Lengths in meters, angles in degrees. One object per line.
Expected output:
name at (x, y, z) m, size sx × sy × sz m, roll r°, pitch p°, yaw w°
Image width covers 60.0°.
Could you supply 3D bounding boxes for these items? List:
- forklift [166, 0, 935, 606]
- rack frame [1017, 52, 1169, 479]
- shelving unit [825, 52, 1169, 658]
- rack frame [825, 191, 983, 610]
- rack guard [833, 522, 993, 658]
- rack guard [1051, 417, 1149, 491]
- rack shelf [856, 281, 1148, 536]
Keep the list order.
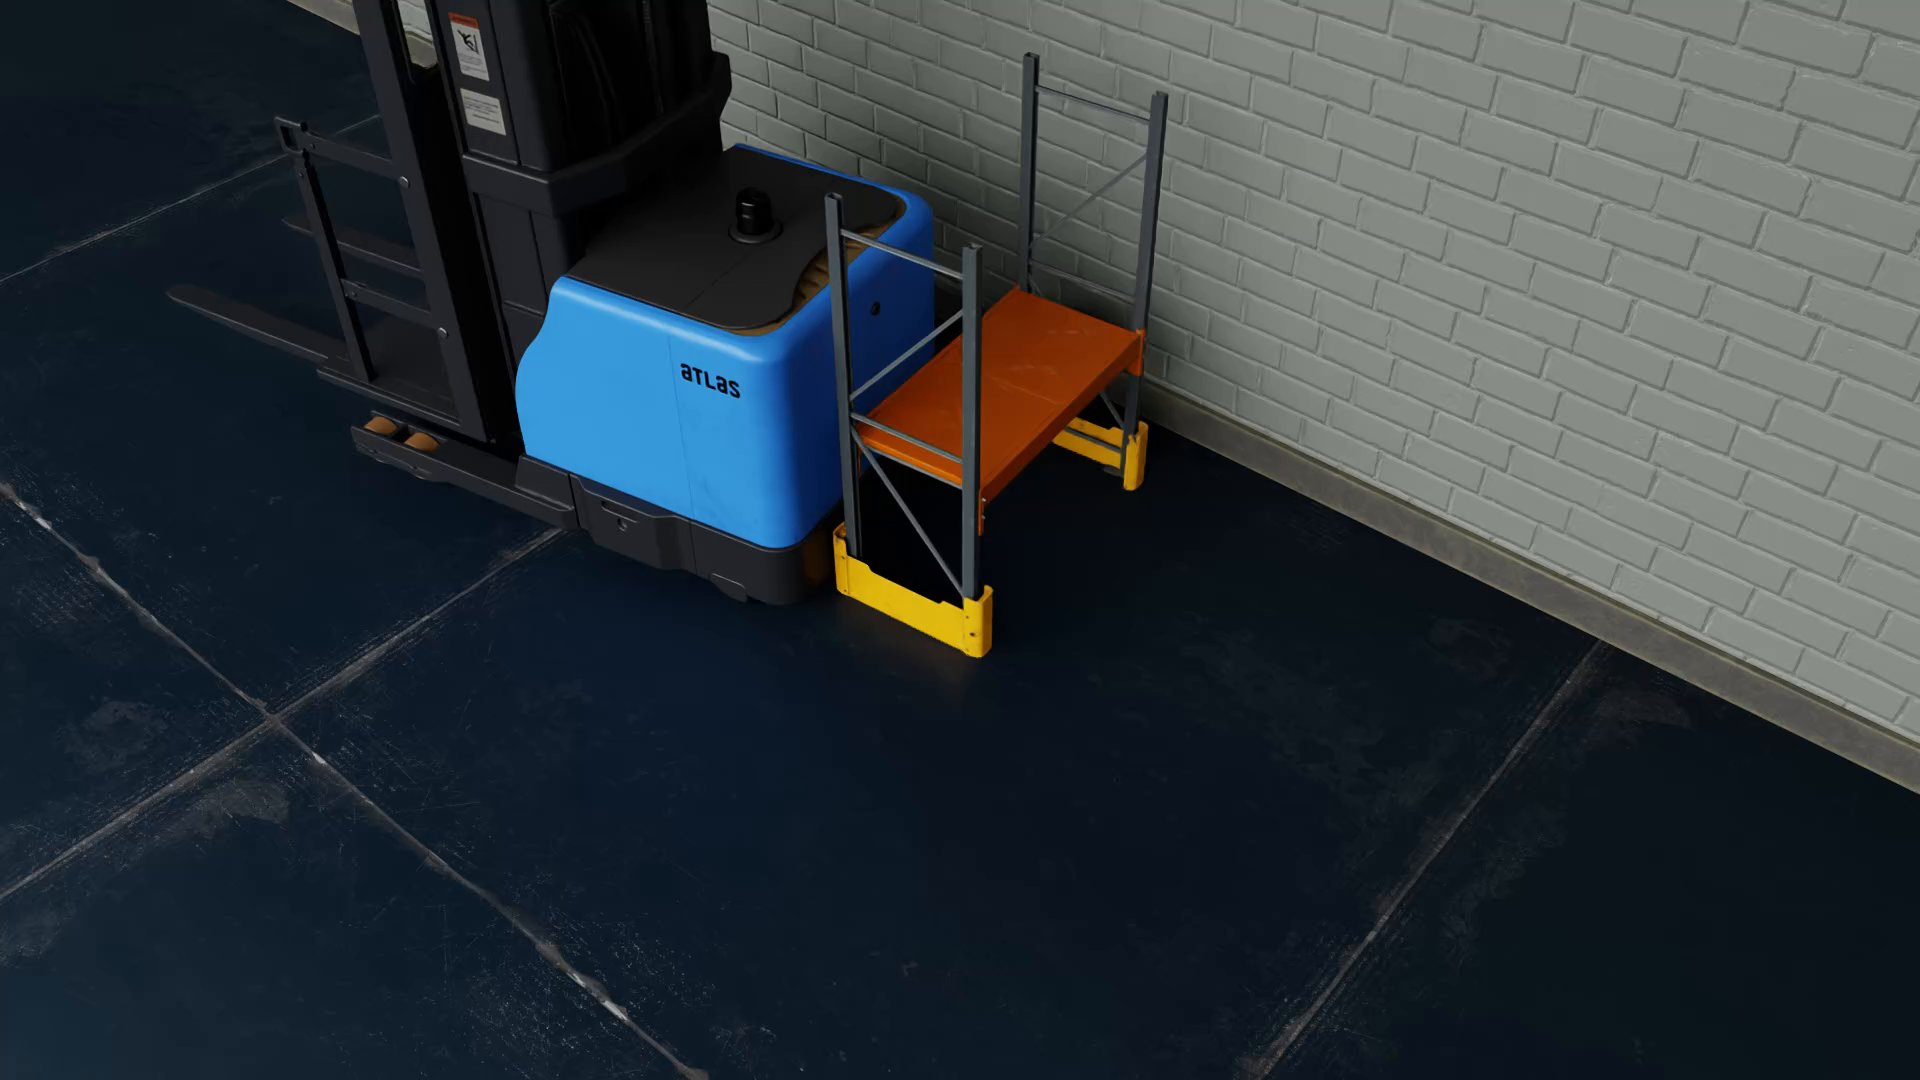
forklift at (-1.612, -1.592, 5.322) m, size 3.031 × 2.935 × 1.130 m, roll 20°, pitch 46°, yaw 21°
rack frame at (0.412, -0.870, 5.592) m, size 0.500 × 1.500 × 0.032 m, roll 24°, pitch 48°, yaw 24°
shelving unit at (0.123, -0.581, 5.274) m, size 0.587 × 1.500 × 1.083 m, roll 24°, pitch 48°, yaw 24°
rack frame at (-0.156, -0.303, 4.968) m, size 0.500 × 1.500 × 0.032 m, roll 24°, pitch 48°, yaw 24°
rack guard at (-0.155, 0.159, 5.389) m, size 0.587 × 0.250 × 0.087 m, roll 24°, pitch 48°, yaw 24°
rack guard at (0.401, -0.397, 6.000) m, size 0.587 × 0.250 × 0.087 m, roll 24°, pitch 48°, yaw 24°
rack shelf at (0.128, -0.453, 5.401) m, size 0.538 × 0.185 × 1.000 m, roll 24°, pitch 48°, yaw 24°
